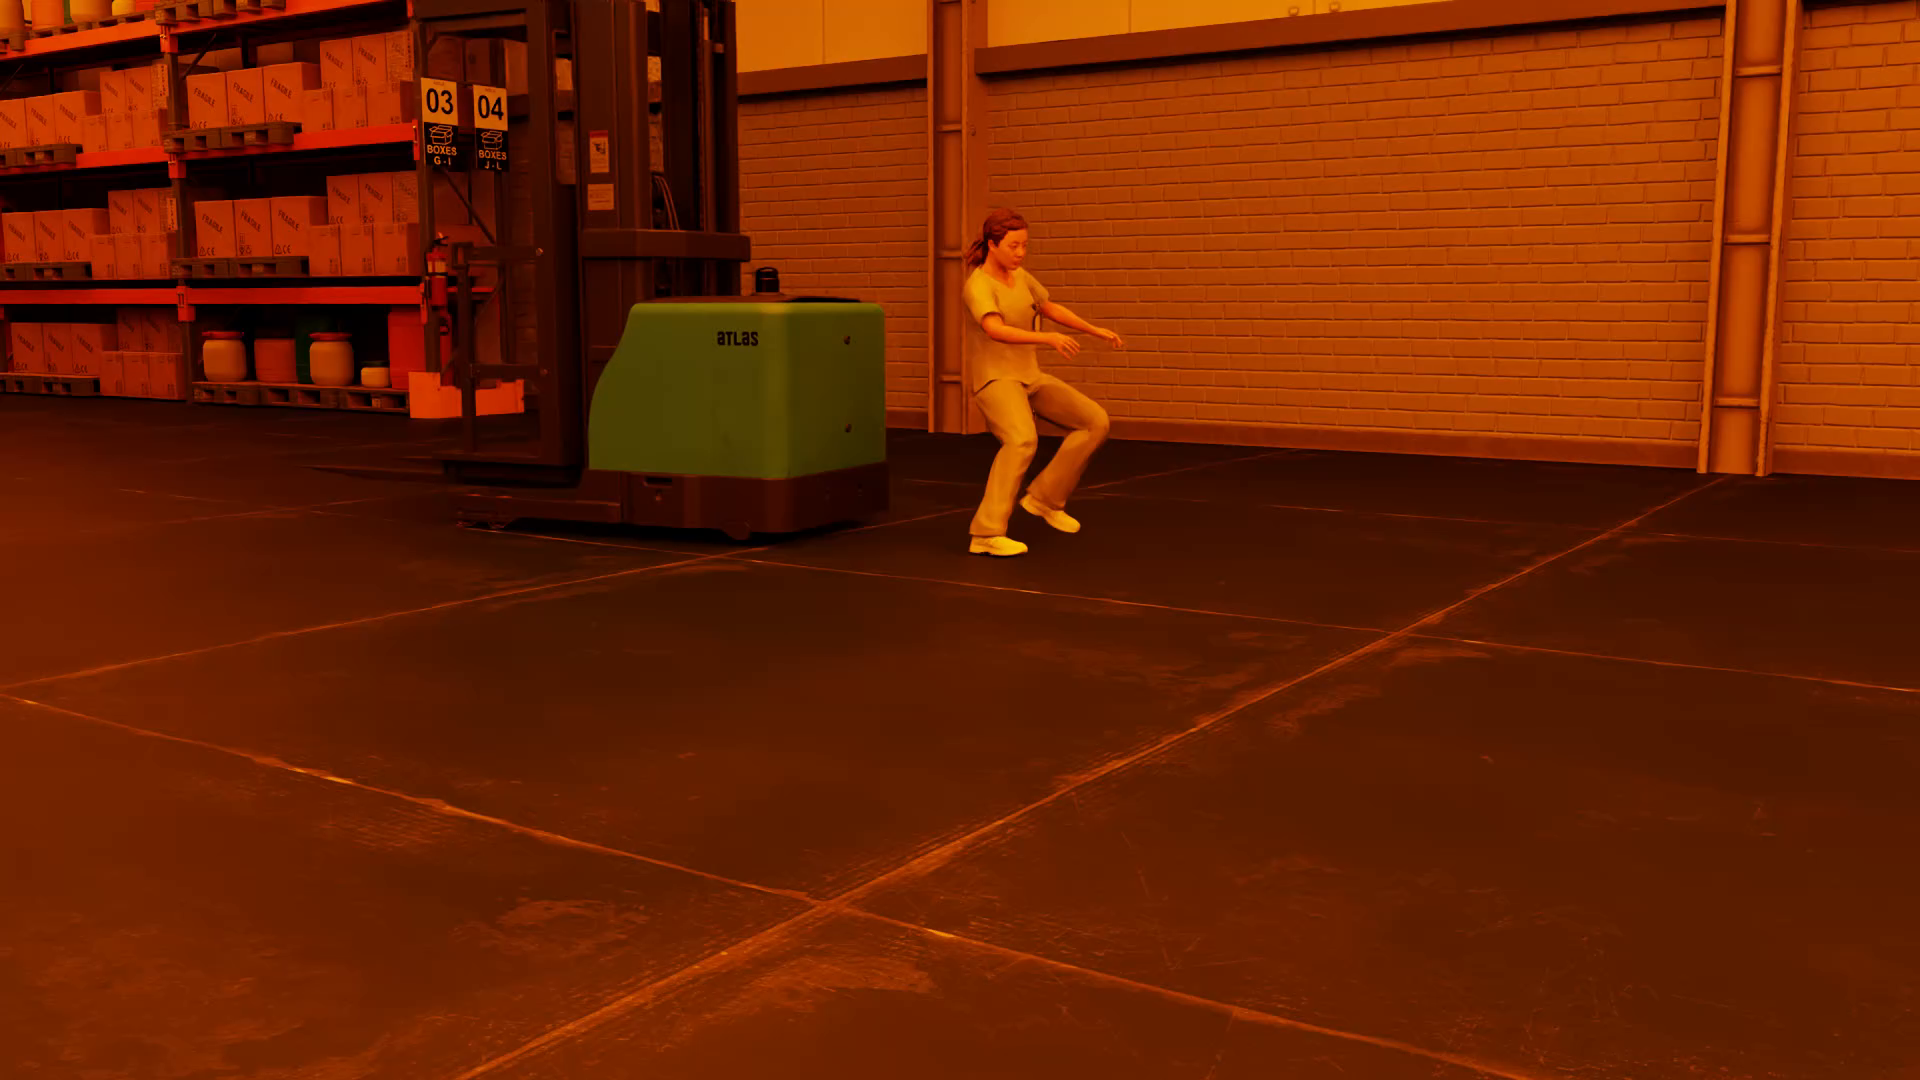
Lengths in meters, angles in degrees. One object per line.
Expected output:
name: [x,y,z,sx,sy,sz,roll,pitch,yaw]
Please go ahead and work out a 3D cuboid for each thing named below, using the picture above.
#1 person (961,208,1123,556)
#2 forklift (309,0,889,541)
person: [0.344,-0.717,7.362,0.707,1.484,0.855,6,10,38]
forklift: [-1.903,-1.563,8.182,3.031,2.935,1.130,4,9,25]
